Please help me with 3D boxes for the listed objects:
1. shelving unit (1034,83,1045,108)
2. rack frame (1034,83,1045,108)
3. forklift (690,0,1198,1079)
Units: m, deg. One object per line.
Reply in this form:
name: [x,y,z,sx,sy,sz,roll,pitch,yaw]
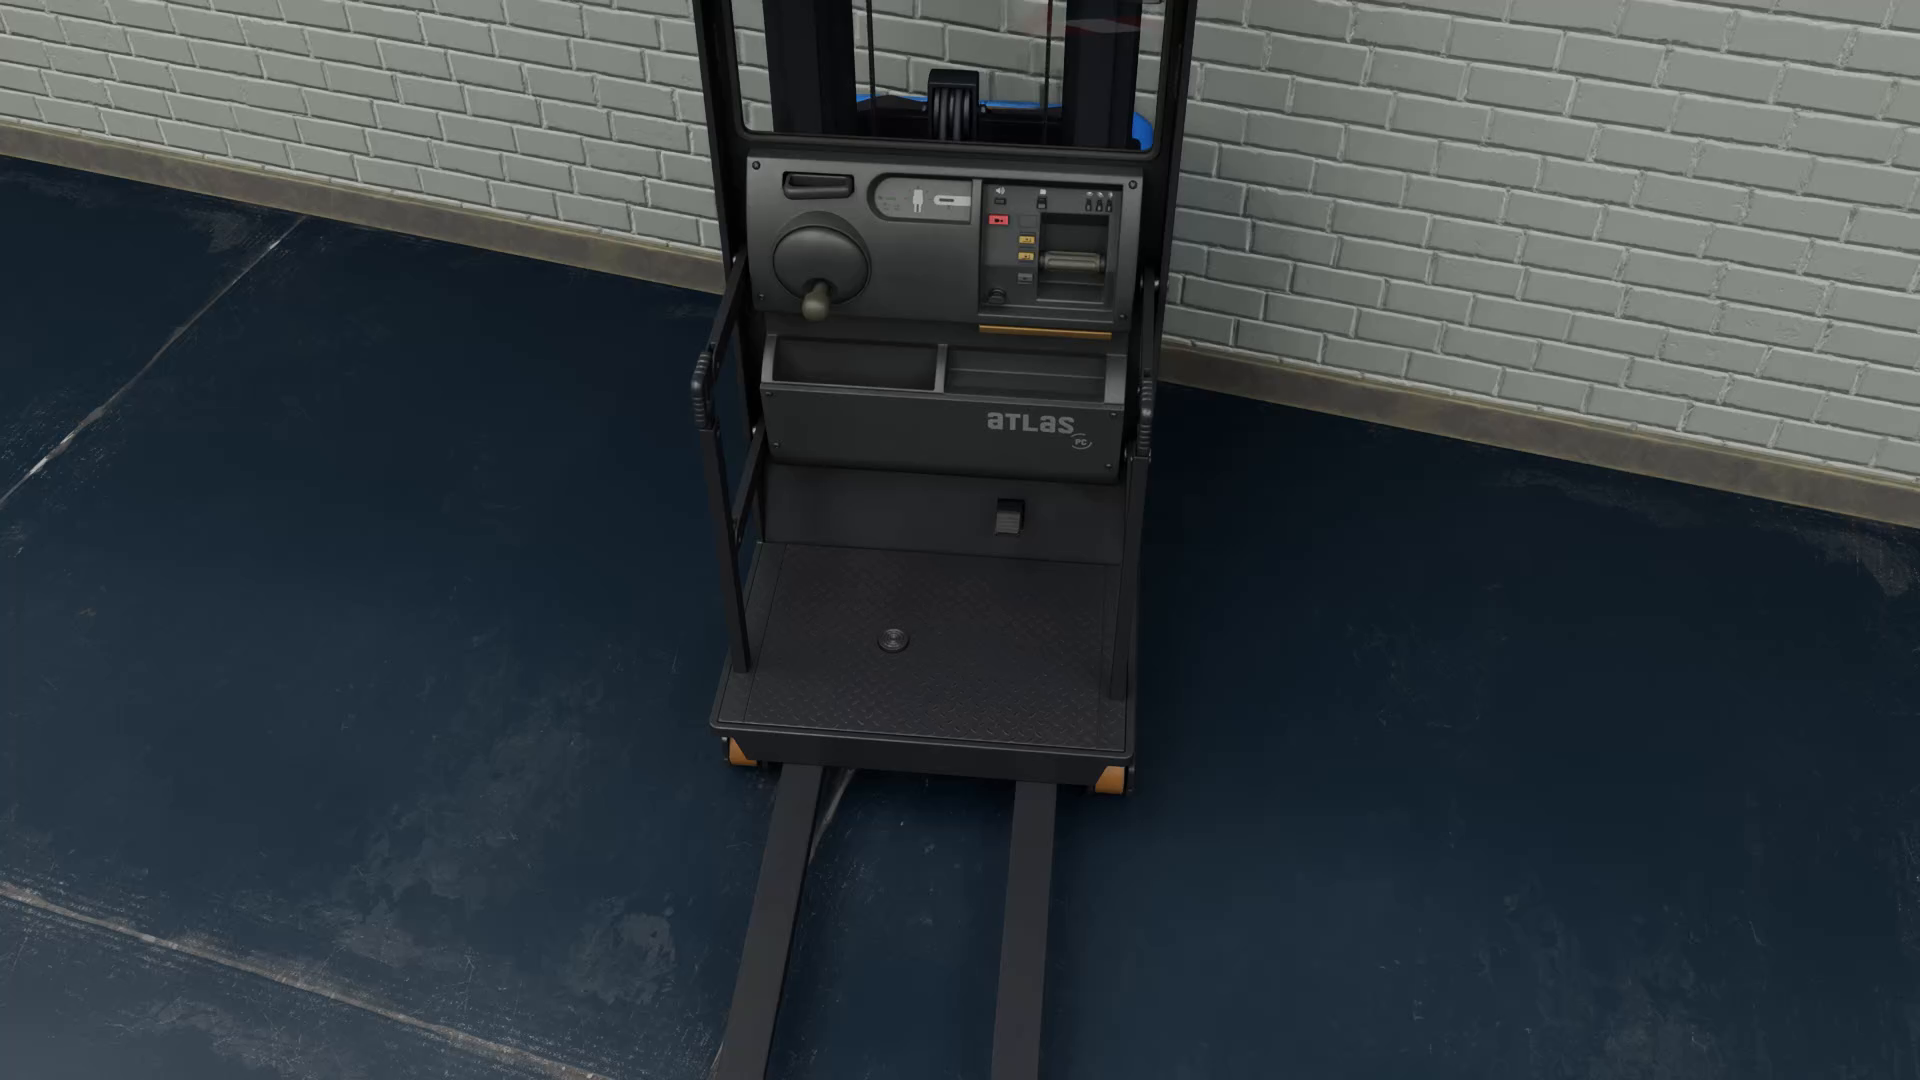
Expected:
shelving unit: [0.200,-0.993,5.496,0.258,1.200,0.189,9,42,15]
rack frame: [0.173,-0.936,5.431,0.240,1.200,0.006,9,42,15]
forklift: [-0.060,-0.610,3.778,1.130,2.935,3.031,4,45,4]
